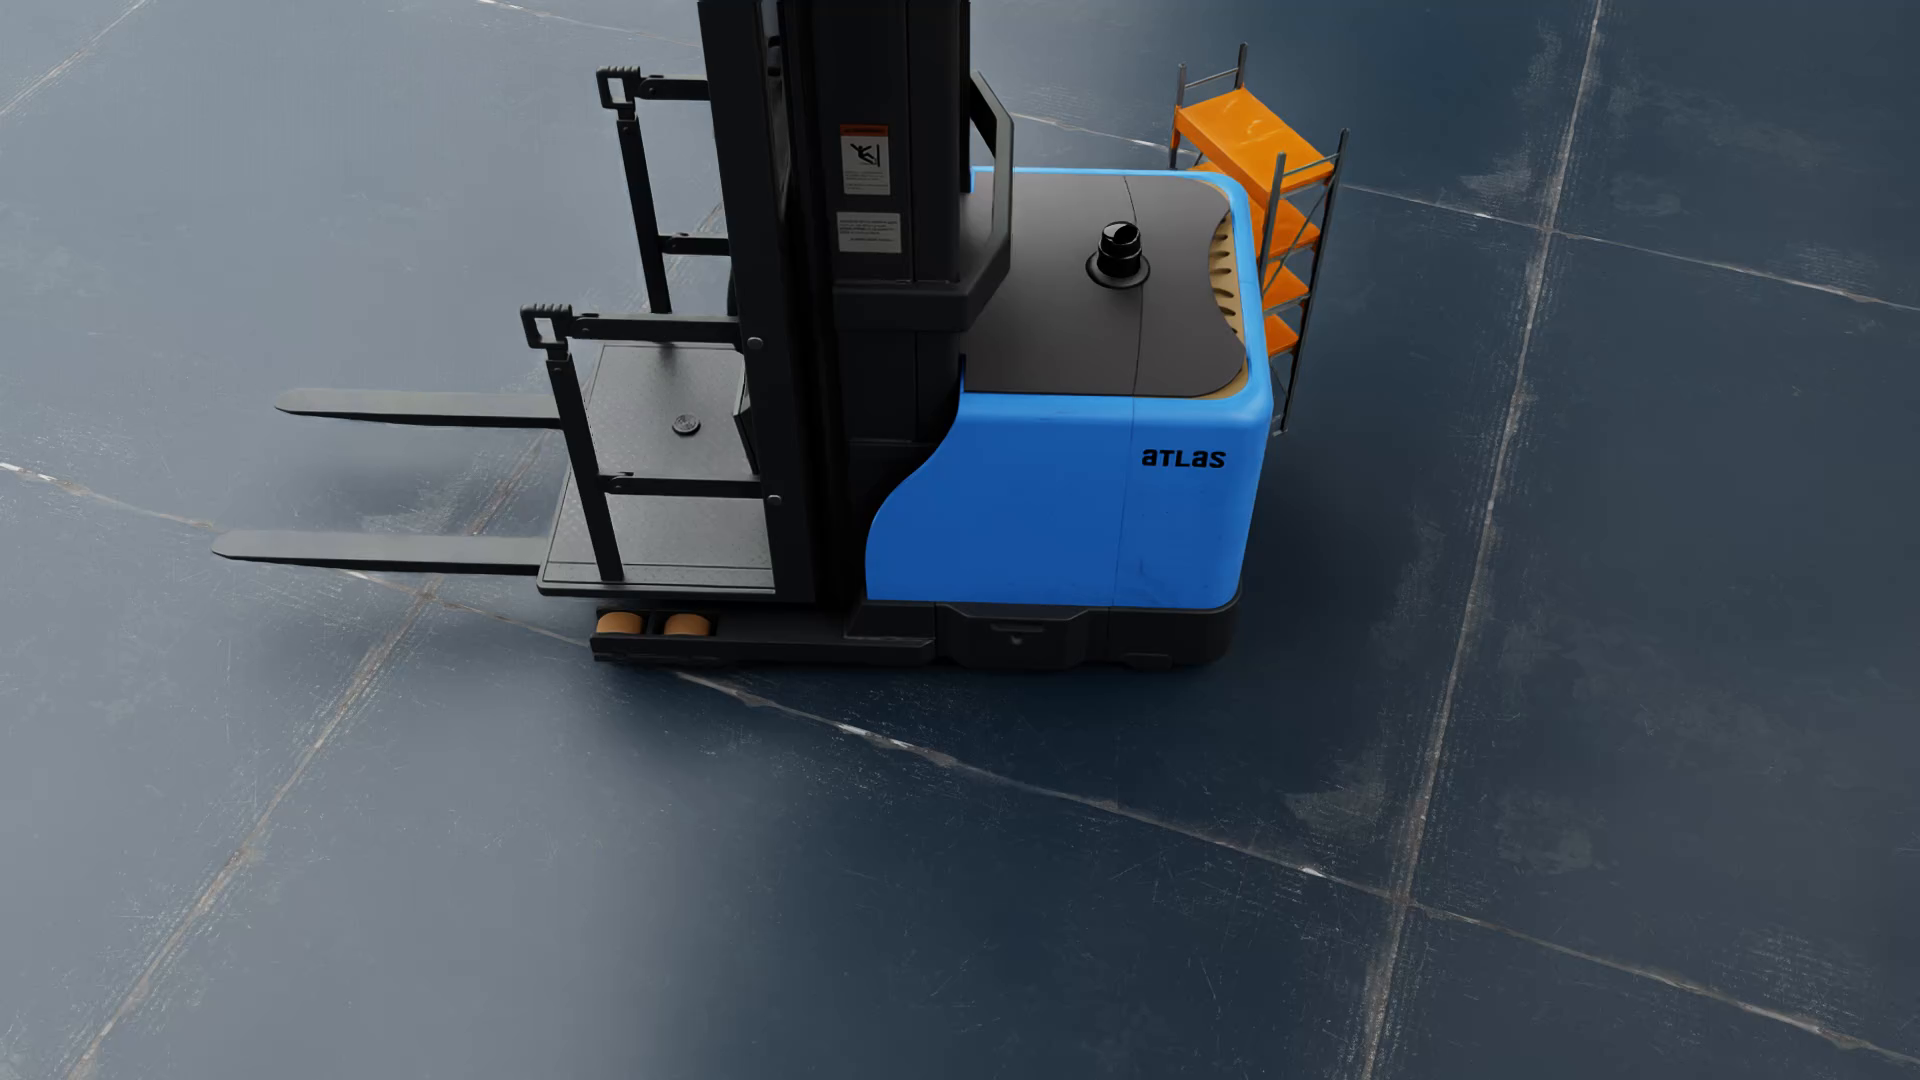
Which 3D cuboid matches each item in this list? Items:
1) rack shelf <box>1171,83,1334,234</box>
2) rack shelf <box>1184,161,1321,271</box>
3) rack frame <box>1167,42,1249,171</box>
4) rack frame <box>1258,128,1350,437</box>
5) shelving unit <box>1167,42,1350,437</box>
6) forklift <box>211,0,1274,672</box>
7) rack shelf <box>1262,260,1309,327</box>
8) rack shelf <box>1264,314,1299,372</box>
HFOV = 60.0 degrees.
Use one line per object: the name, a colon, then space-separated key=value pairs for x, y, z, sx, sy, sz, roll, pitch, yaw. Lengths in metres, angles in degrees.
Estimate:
rack shelf: x=0.867 y=-1.134 z=4.919 sx=0.258 sy=0.148 sz=0.480 roll=-23 pitch=53 yaw=-19
rack shelf: x=0.867 y=-0.979 z=5.098 sx=0.258 sy=0.148 sz=0.480 roll=-23 pitch=53 yaw=-19
rack frame: x=0.749 y=-1.038 z=5.356 sx=0.240 sy=1.200 sz=0.015 roll=-23 pitch=53 yaw=-19
rack frame: x=0.986 y=-0.716 z=5.076 sx=0.240 sy=1.200 sz=0.015 roll=-23 pitch=53 yaw=-19
shelving unit: x=0.867 y=-0.877 z=5.216 sx=0.258 sy=1.200 sz=0.503 roll=-23 pitch=53 yaw=-19
forklift: x=-0.695 y=-0.988 z=4.167 sx=3.031 sy=2.935 sz=1.130 roll=2 pitch=49 yaw=1
rack shelf: x=0.867 y=-0.833 z=5.267 sx=0.258 sy=0.148 sz=0.480 roll=-23 pitch=53 yaw=-19
rack shelf: x=0.867 y=-0.703 z=5.417 sx=0.258 sy=0.148 sz=0.480 roll=-23 pitch=53 yaw=-19
